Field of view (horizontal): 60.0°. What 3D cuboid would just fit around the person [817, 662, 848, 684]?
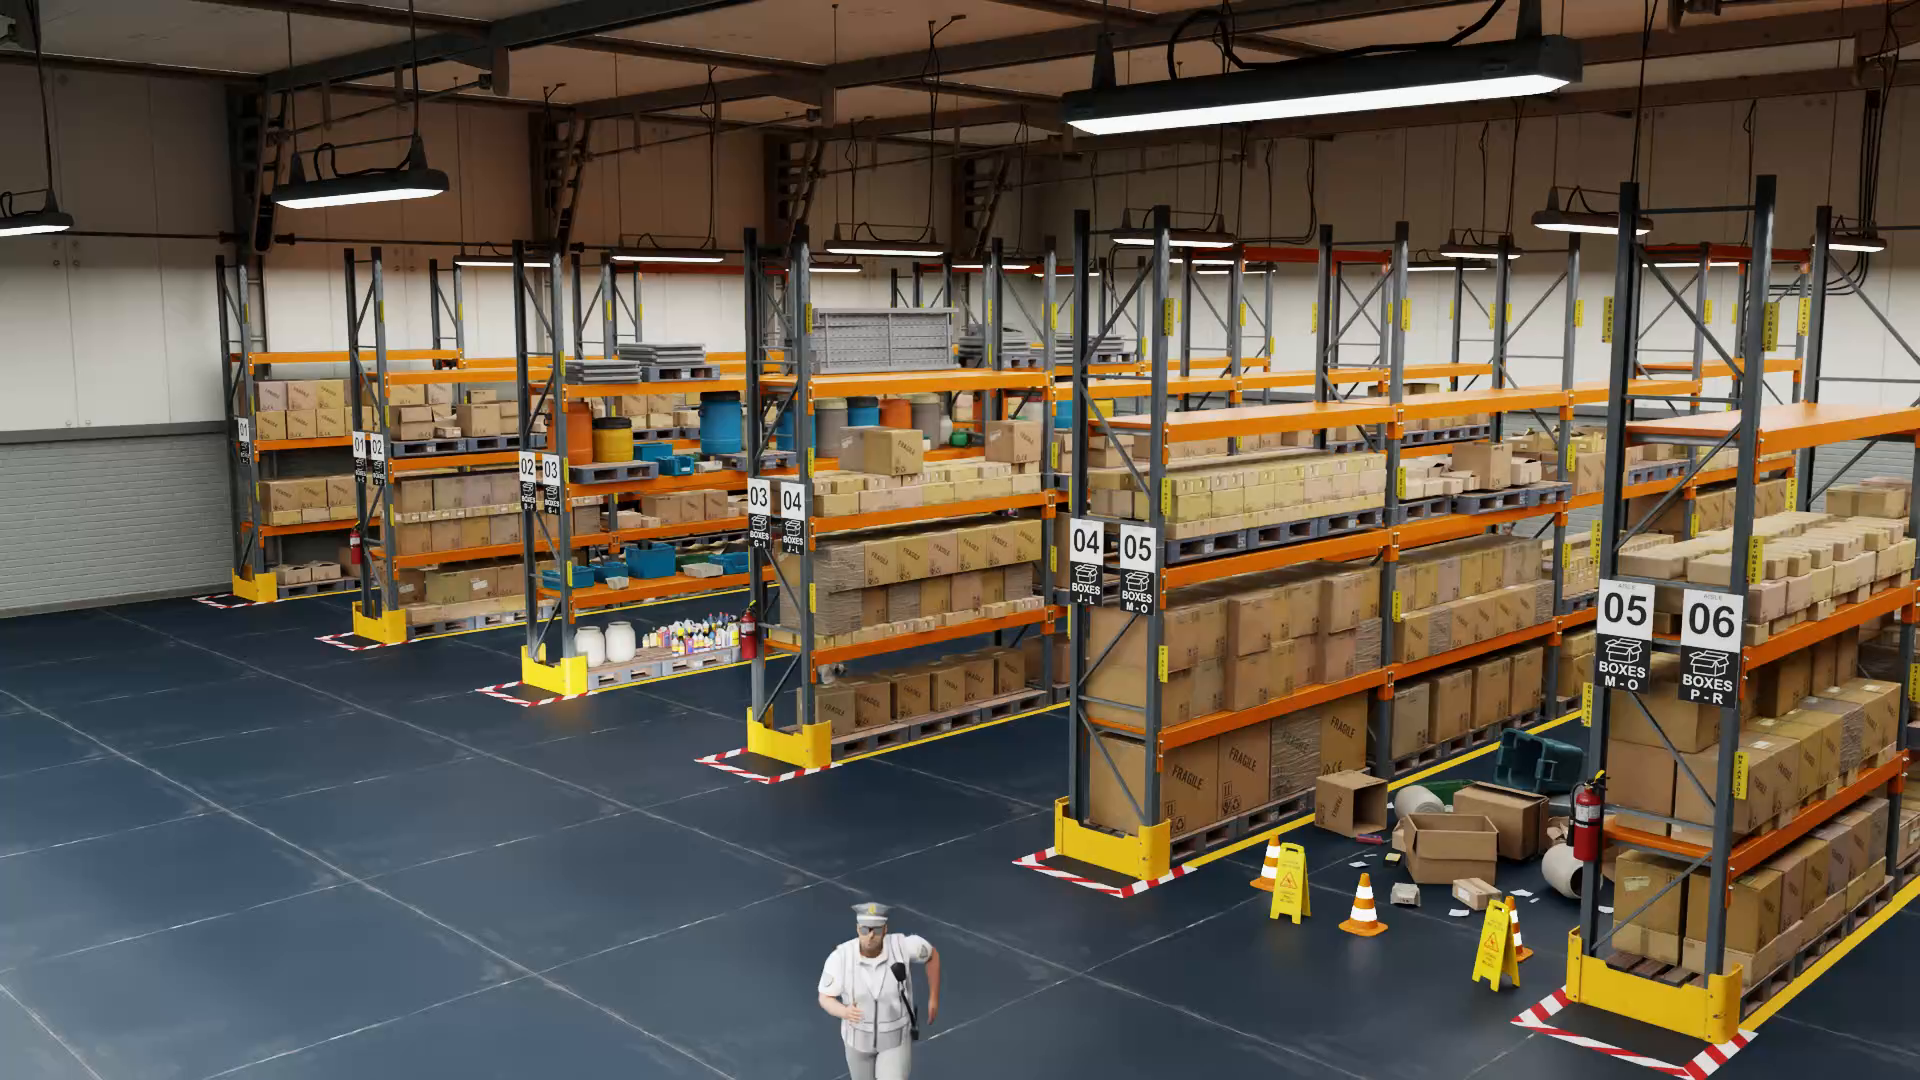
[{"bbox_3d":[-1.636,1.265,21.620,0.670,1.752,0.611,6,10,38],"label":"person"}]

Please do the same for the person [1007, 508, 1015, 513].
[{"bbox_3d":[1.098,-0.079,31.270,1.094,1.702,0.584,-8,11,-44],"label":"person"}]

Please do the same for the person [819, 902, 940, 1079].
[{"bbox_3d":[-0.472,2.935,9.750,0.690,1.796,0.846,0,8,3],"label":"person"}]

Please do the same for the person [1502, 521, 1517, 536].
[{"bbox_3d":[8.896,0.513,27.069,0.553,1.733,0.794,6,10,36],"label":"person"}]
